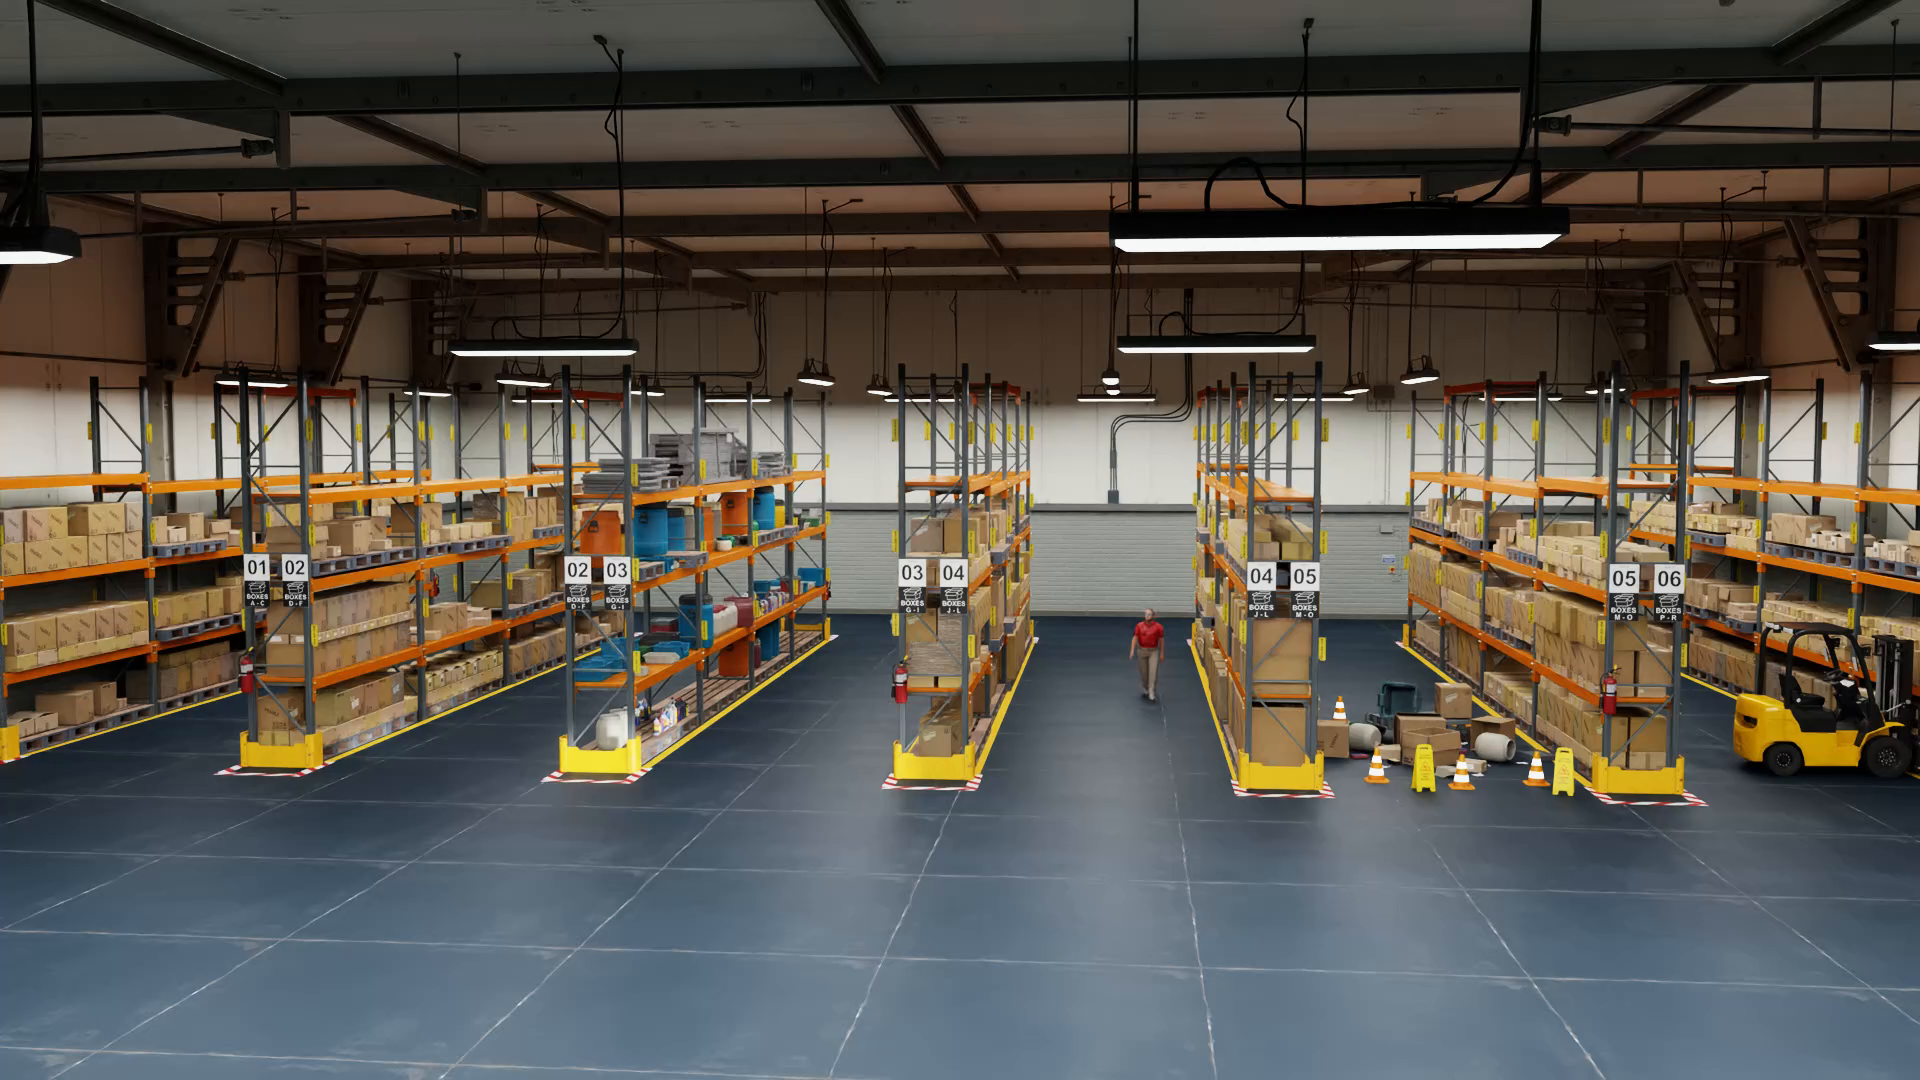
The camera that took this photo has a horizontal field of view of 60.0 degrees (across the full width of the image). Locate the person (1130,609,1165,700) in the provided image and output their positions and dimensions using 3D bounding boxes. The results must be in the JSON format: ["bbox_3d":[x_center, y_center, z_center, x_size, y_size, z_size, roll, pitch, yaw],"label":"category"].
[{"bbox_3d":[3.523,2.136,31.312,0.634,1.665,1.038,1,4,11],"label":"person"}]
